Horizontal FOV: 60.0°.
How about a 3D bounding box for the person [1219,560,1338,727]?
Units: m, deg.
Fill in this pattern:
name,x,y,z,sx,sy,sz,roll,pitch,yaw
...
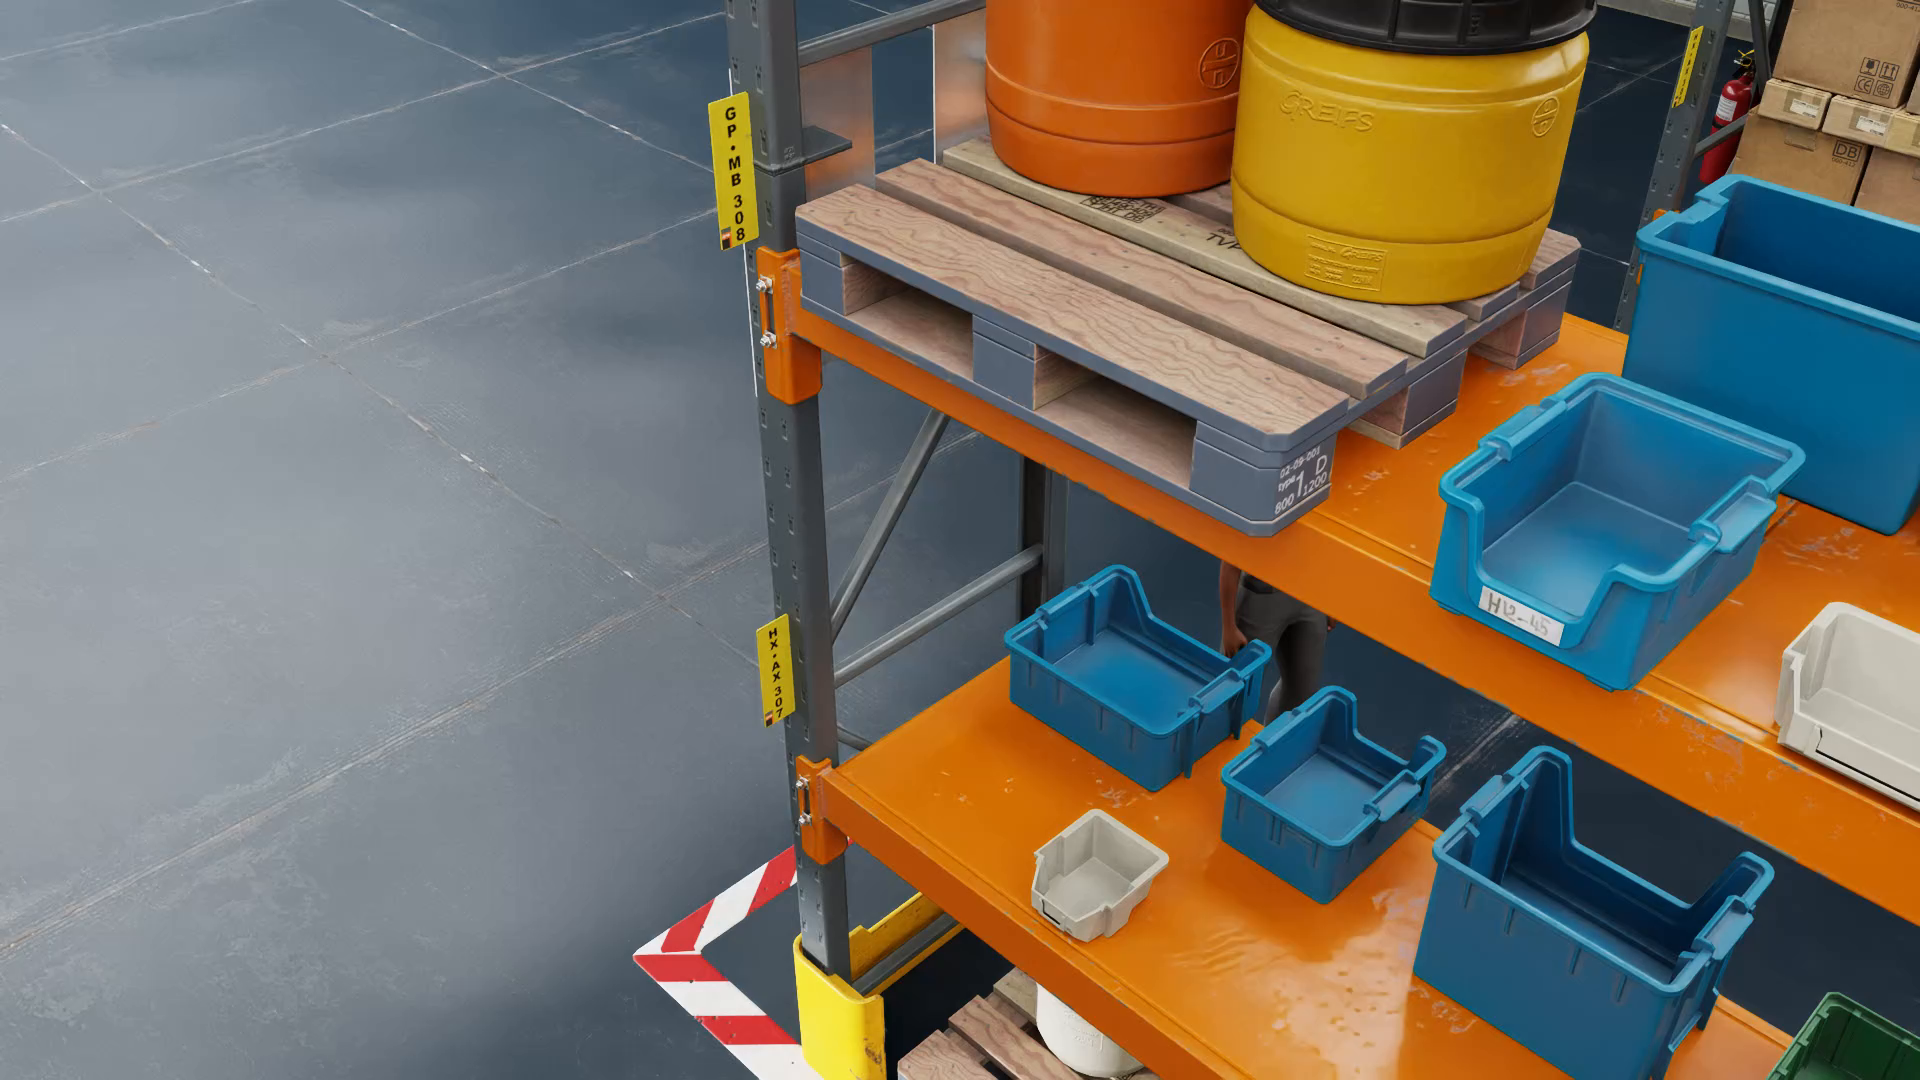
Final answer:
name,x,y,z,sx,sy,sz,roll,pitch,yaw
person,1.121,0.257,5.792,0.509,1.655,0.391,-16,39,-21
